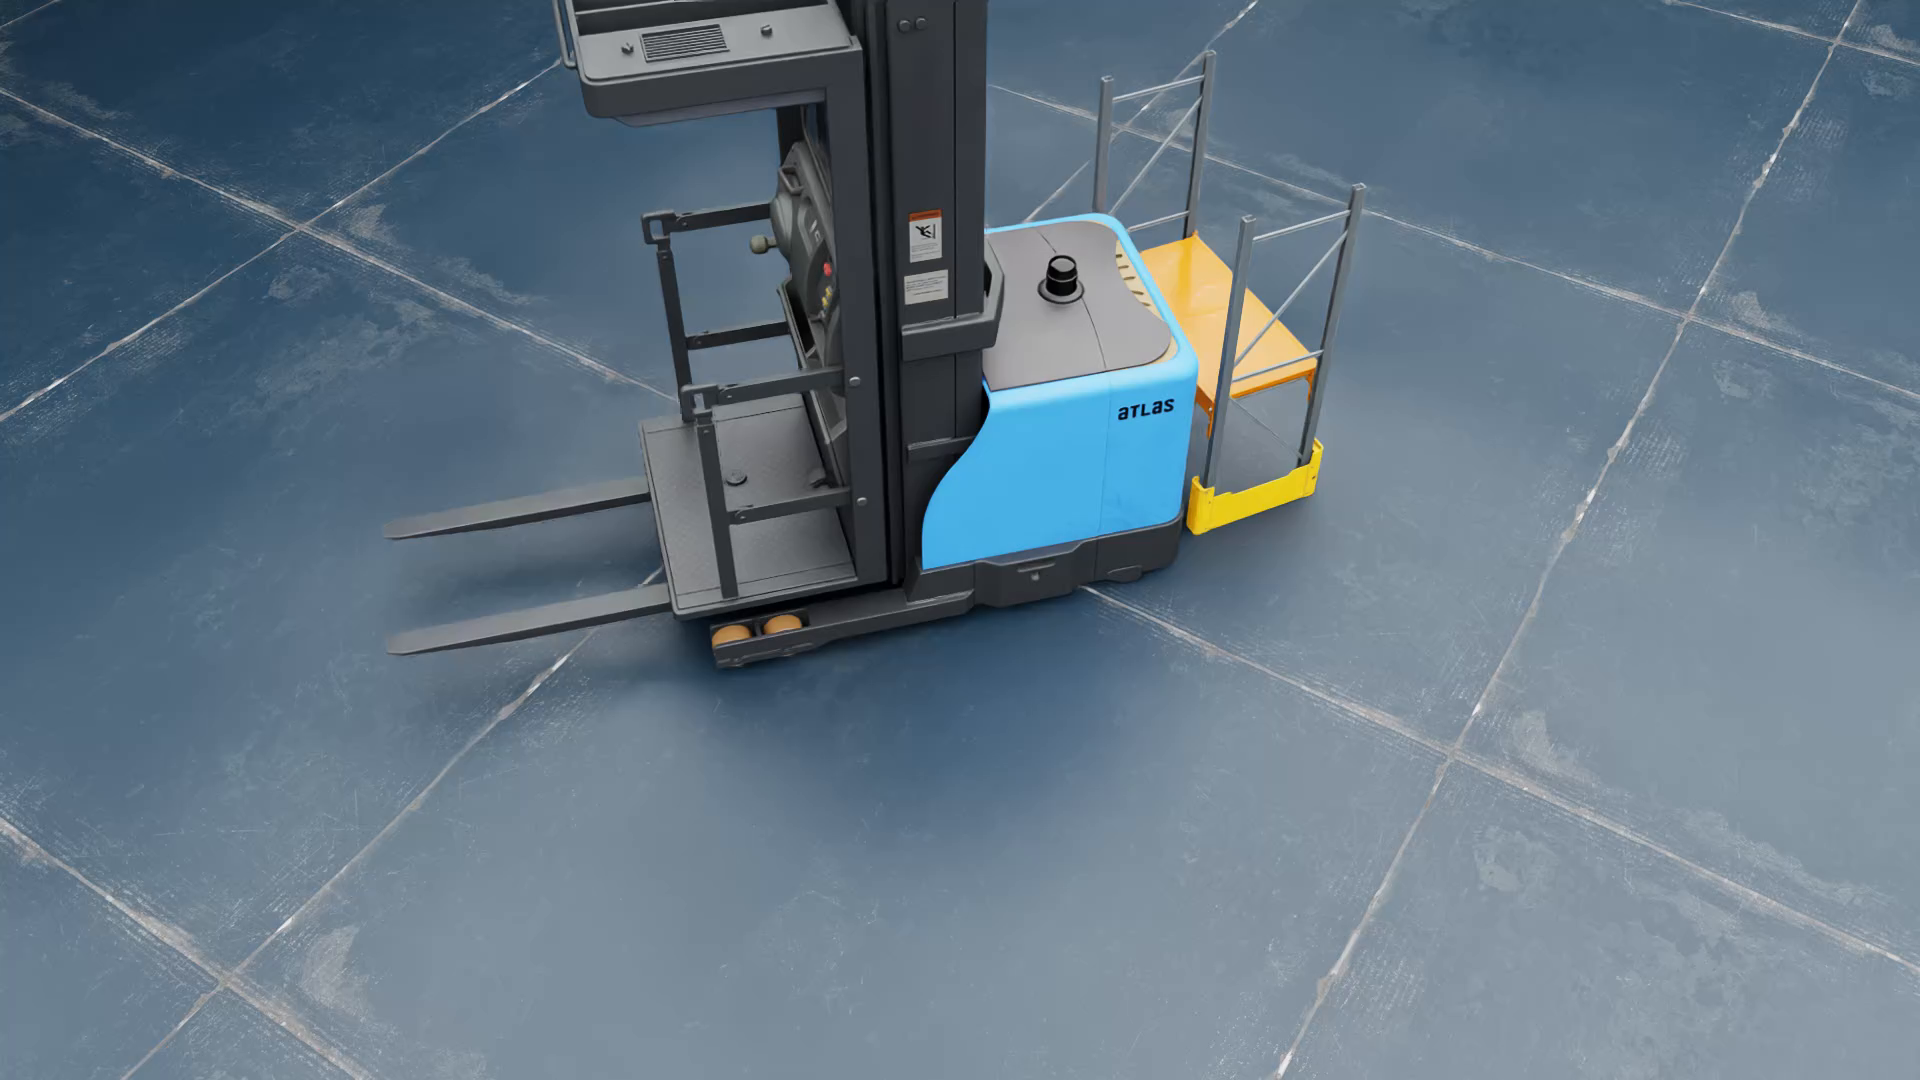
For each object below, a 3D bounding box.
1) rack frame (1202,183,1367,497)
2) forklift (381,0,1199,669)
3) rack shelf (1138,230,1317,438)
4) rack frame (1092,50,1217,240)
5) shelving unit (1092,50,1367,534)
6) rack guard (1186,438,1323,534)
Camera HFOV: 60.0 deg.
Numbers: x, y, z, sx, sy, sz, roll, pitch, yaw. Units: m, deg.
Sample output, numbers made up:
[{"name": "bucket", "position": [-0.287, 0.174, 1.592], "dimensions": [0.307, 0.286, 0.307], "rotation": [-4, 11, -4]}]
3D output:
[{"name": "rack frame", "position": [1.203, -0.657, 6.342], "dimensions": [0.500, 1.500, 0.032], "rotation": [-19, 49, -17]}, {"name": "forklift", "position": [-0.708, -0.964, 5.643], "dimensions": [3.031, 2.935, 1.130], "rotation": [-11, 47, -10]}, {"name": "rack shelf", "position": [0.988, -0.862, 6.792], "dimensions": [0.538, 0.185, 1.000], "rotation": [-19, 49, -17]}, {"name": "rack frame", "position": [0.773, -1.317, 6.984], "dimensions": [0.500, 1.500, 0.032], "rotation": [-19, 49, -17]}, {"name": "shelving unit", "position": [0.992, -0.981, 6.658], "dimensions": [0.587, 1.500, 1.083], "rotation": [-19, 49, -17]}, {"name": "rack guard", "position": [1.203, -0.222, 6.791], "dimensions": [0.587, 0.250, 0.087], "rotation": [-19, 49, -17]}]
